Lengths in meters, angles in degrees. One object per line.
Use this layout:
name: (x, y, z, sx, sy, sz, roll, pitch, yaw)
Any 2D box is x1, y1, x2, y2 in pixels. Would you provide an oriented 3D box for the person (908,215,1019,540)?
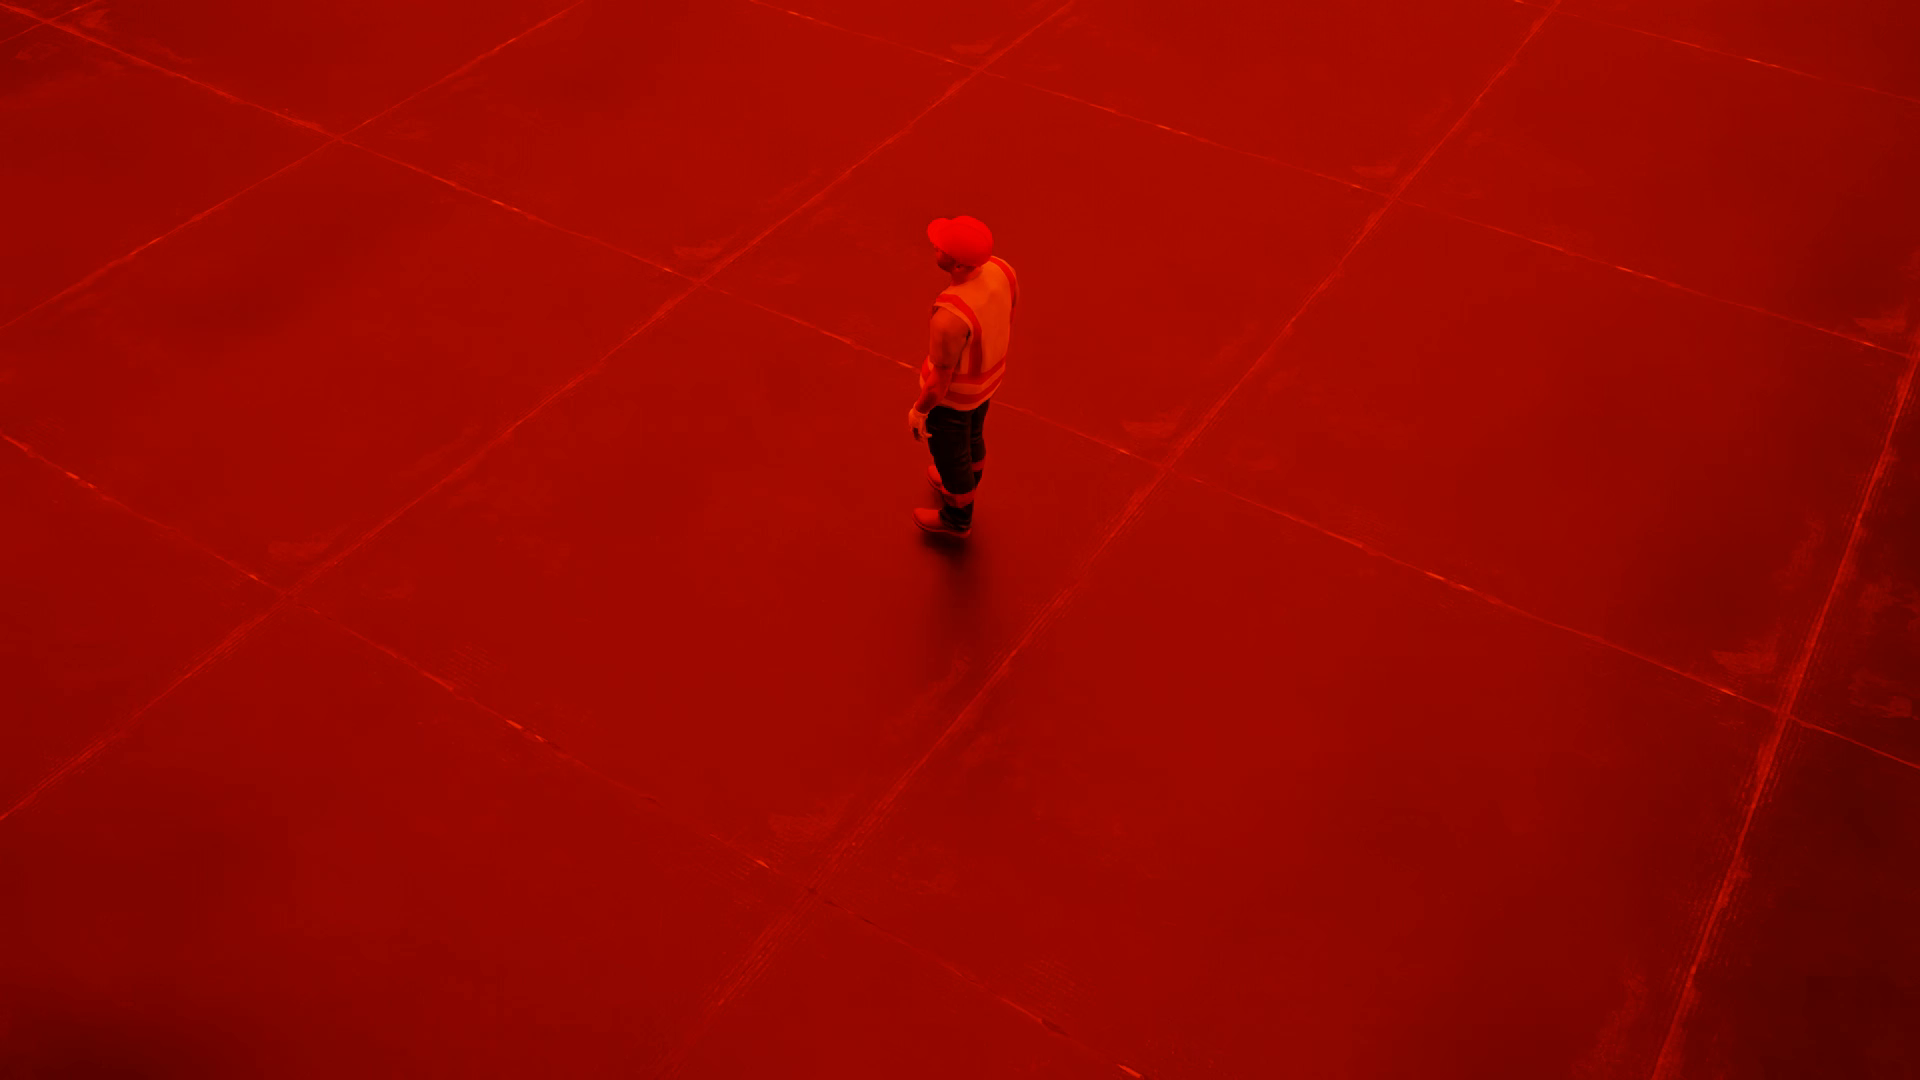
person: (-0.060, -0.721, 7.369, 0.564, 1.787, 0.637, 24, 48, 23)
